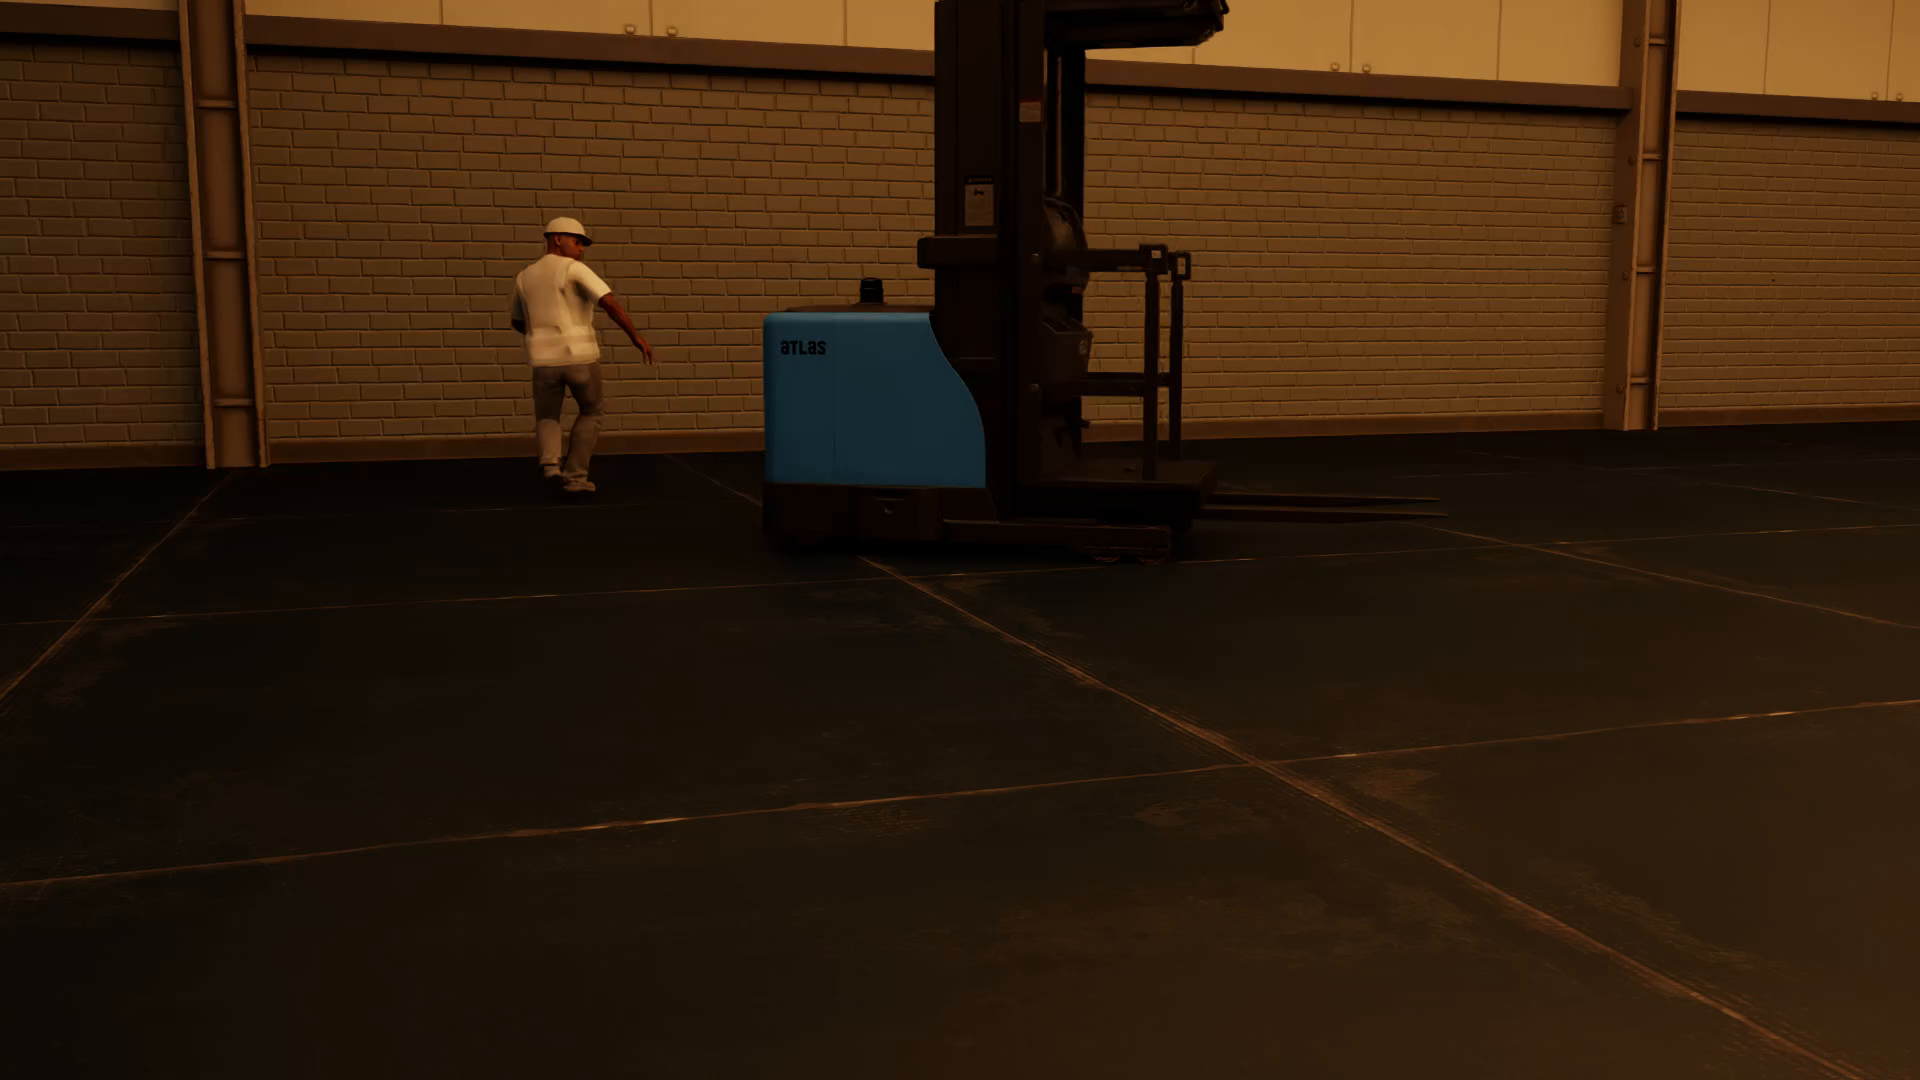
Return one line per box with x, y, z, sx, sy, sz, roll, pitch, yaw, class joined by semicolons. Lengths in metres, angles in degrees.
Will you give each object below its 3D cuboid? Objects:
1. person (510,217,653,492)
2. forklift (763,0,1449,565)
-2.241;-1.087;9.861;0.923;1.631;0.841;1;8;10;person
0.671;-1.425;7.526;3.031;2.935;1.130;2;8;13;forklift
